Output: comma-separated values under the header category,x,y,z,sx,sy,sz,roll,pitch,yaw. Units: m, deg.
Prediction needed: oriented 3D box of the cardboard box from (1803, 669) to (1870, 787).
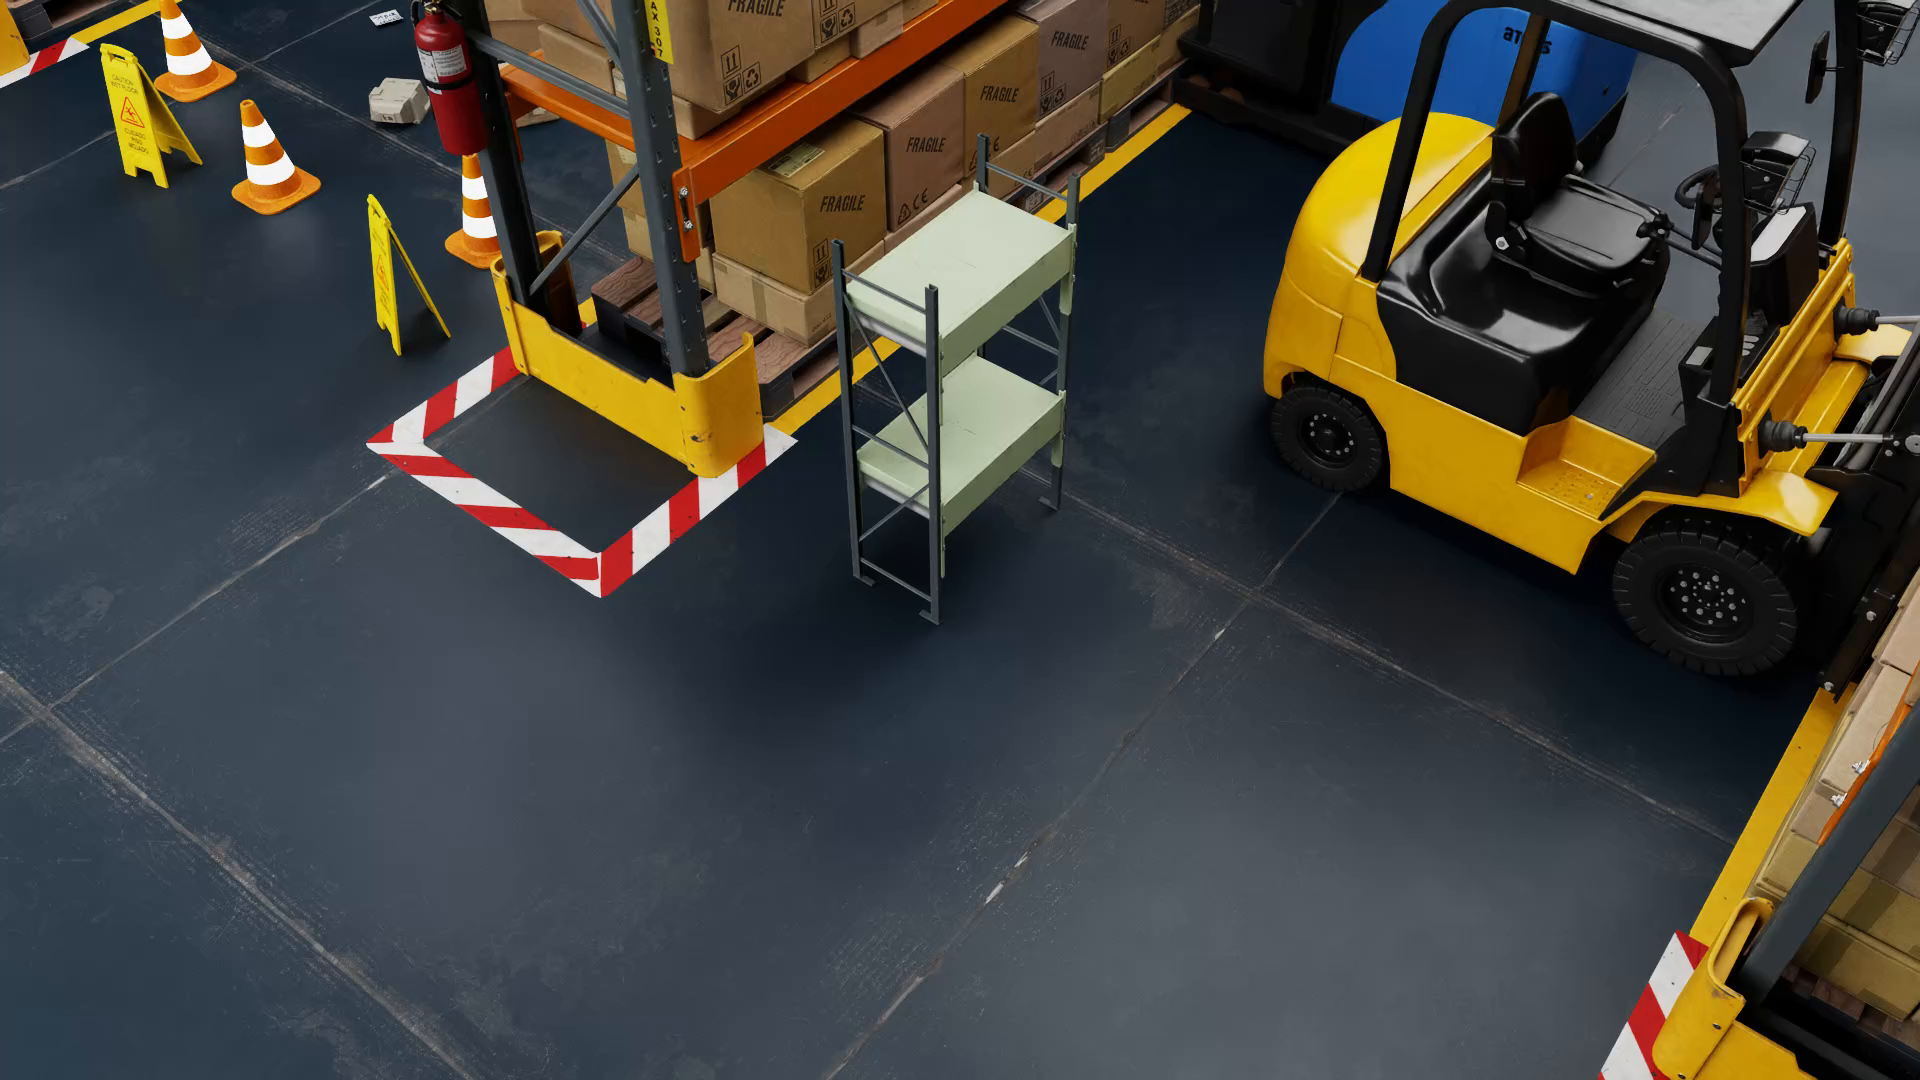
category,x,y,z,sx,sy,sz,roll,pitch,yaw
cardboard box,2.910,0.738,5.082,0.500,0.250,0.500,29,53,25

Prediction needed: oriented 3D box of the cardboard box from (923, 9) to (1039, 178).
category,x,y,z,sx,sy,sz,roll,pitch,yaw
cardboard box,-0.014,-1.962,7.143,0.500,0.500,0.500,30,53,26

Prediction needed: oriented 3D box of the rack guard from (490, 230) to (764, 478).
category,x,y,z,sx,sy,sz,roll,pitch,yaw
rack guard,-1.323,-0.750,6.621,1.175,0.500,0.348,29,53,25

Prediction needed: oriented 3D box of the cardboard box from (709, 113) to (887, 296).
category,x,y,z,sx,sy,sz,roll,pitch,yaw
cardboard box,-0.643,-1.378,6.584,0.500,0.500,0.500,28,52,24

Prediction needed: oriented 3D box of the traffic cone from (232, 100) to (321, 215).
category,x,y,z,sx,sy,sz,roll,pitch,yaw
traffic cone,-3.213,-1.807,7.656,0.336,0.463,0.334,29,53,25

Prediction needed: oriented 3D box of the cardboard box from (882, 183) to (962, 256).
category,x,y,z,sx,sy,sz,roll,pitch,yaw
cardboard box,-0.339,-1.394,7.118,0.500,0.250,0.500,31,54,26

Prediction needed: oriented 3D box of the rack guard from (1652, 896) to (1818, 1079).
category,x,y,z,sx,sy,sz,roll,pitch,yaw
rack guard,2.547,1.499,4.472,1.175,0.500,0.348,29,53,25

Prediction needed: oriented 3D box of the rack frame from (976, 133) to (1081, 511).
category,x,y,z,sx,sy,sz,roll,pitch,yaw
rack frame,0.220,-0.724,5.904,0.400,1.500,0.023,29,53,25

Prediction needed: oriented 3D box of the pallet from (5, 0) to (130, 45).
category,x,y,z,sx,sy,sz,roll,pitch,yaw
pallet,-4.921,-3.230,9.189,1.003,0.211,1.213,29,53,25

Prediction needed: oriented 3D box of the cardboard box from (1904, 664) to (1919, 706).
category,x,y,z,sx,sy,sz,roll,pitch,yaw
cardboard box,2.654,0.190,3.925,0.500,0.500,0.500,28,52,24

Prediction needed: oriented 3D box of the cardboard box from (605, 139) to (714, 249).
category,x,y,z,sx,sy,sz,roll,pitch,yaw
cardboard box,-1.086,-1.598,6.795,0.500,0.500,0.500,30,53,25

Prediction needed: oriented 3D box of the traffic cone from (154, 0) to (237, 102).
category,x,y,z,sx,sy,sz,roll,pitch,yaw
traffic cone,-3.899,-2.501,8.319,0.336,0.463,0.334,29,53,25

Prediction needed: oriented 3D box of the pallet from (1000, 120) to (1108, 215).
category,x,y,z,sx,sy,sz,roll,pitch,yaw
pallet,-0.052,-1.795,7.819,1.003,0.211,1.213,29,53,25

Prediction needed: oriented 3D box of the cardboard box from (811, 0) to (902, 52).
category,x,y,z,sx,sy,sz,roll,pitch,yaw
cardboard box,-0.546,-2.154,5.958,0.500,0.500,0.500,31,54,26

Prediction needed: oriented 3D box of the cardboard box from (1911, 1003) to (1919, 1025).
category,x,y,z,sx,sy,sz,roll,pitch,yaw
cardboard box,3.016,1.232,4.610,0.500,0.250,0.500,29,53,25

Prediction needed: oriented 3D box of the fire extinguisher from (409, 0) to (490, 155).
category,x,y,z,sx,sy,sz,roll,pitch,yaw
fire extinguisher,-1.804,-1.682,5.836,0.296,0.674,0.183,29,53,25

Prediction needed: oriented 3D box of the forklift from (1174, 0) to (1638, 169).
category,x,y,z,sx,sy,sz,roll,pitch,yaw
forklift,1.692,-3.340,7.413,3.031,2.935,1.130,30,53,25

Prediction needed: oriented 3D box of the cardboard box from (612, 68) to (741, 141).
category,x,y,z,sx,sy,sz,roll,pitch,yaw
cardboard box,-0.997,-1.586,5.865,0.380,0.149,0.250,29,53,25

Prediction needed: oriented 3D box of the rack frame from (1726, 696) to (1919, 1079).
category,x,y,z,sx,sy,sz,roll,pitch,yaw
rack frame,2.561,0.622,3.582,1.000,3.000,0.127,29,53,25

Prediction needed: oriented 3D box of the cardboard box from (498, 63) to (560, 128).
category,x,y,z,sx,sy,sz,roll,pitch,yaw
cardboard box,-2.167,-2.228,8.276,0.250,0.149,0.380,-17,49,-15

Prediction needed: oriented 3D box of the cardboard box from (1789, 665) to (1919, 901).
category,x,y,z,sx,sy,sz,roll,pitch,yaw
cardboard box,2.596,0.680,4.446,0.500,0.250,0.500,31,54,26

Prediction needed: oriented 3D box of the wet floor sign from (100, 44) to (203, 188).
category,x,y,z,sx,sy,sz,roll,pitch,yaw
wet floor sign,-3.799,-1.996,7.710,0.267,0.644,0.232,21,50,19

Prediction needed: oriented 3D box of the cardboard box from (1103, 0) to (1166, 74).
category,x,y,z,sx,sy,sz,roll,pitch,yaw
cardboard box,0.618,-2.565,7.718,0.500,0.500,0.500,30,53,26

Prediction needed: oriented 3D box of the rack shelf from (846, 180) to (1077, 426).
category,x,y,z,sx,sy,sz,roll,pitch,yaw
rack shelf,-0.004,-0.784,5.422,0.431,0.370,0.720,29,53,25

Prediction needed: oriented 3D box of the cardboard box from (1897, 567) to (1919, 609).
category,x,y,z,sx,sy,sz,roll,pitch,yaw
cardboard box,3.204,0.092,5.007,0.500,0.250,0.500,30,53,25

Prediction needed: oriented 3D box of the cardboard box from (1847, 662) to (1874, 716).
category,x,y,z,sx,sy,sz,roll,pitch,yaw
cardboard box,2.927,0.555,4.911,0.500,0.250,0.500,29,53,25

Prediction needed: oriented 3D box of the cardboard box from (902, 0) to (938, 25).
category,x,y,z,sx,sy,sz,roll,pitch,yaw
cardboard box,-0.305,-2.141,6.394,0.380,0.149,0.250,31,54,26

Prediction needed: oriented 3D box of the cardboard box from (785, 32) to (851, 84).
category,x,y,z,sx,sy,sz,roll,pitch,yaw
cardboard box,-0.628,-1.853,6.120,0.380,0.149,0.250,28,52,24

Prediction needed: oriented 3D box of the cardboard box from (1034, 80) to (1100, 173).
category,x,y,z,sx,sy,sz,roll,pitch,yaw
cardboard box,0.296,-1.999,7.697,0.500,0.250,0.500,30,53,26

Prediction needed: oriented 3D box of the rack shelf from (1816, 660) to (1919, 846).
category,x,y,z,sx,sy,sz,roll,pitch,yaw
rack shelf,3.784,-0.274,4.935,1.077,0.370,4.000,29,53,25

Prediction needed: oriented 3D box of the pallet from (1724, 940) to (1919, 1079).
category,x,y,z,sx,sy,sz,roll,pitch,yaw
pallet,2.996,1.129,5.025,1.003,0.211,1.213,29,53,25

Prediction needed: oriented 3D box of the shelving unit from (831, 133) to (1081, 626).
category,x,y,z,sx,sy,sz,roll,pitch,yaw
shelving unit,-0.004,-0.514,5.704,0.431,1.500,0.755,29,53,25

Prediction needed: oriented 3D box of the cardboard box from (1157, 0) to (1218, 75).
category,x,y,z,sx,sy,sz,roll,pitch,yaw
cardboard box,0.928,-2.597,8.268,0.500,0.250,0.500,32,54,27
